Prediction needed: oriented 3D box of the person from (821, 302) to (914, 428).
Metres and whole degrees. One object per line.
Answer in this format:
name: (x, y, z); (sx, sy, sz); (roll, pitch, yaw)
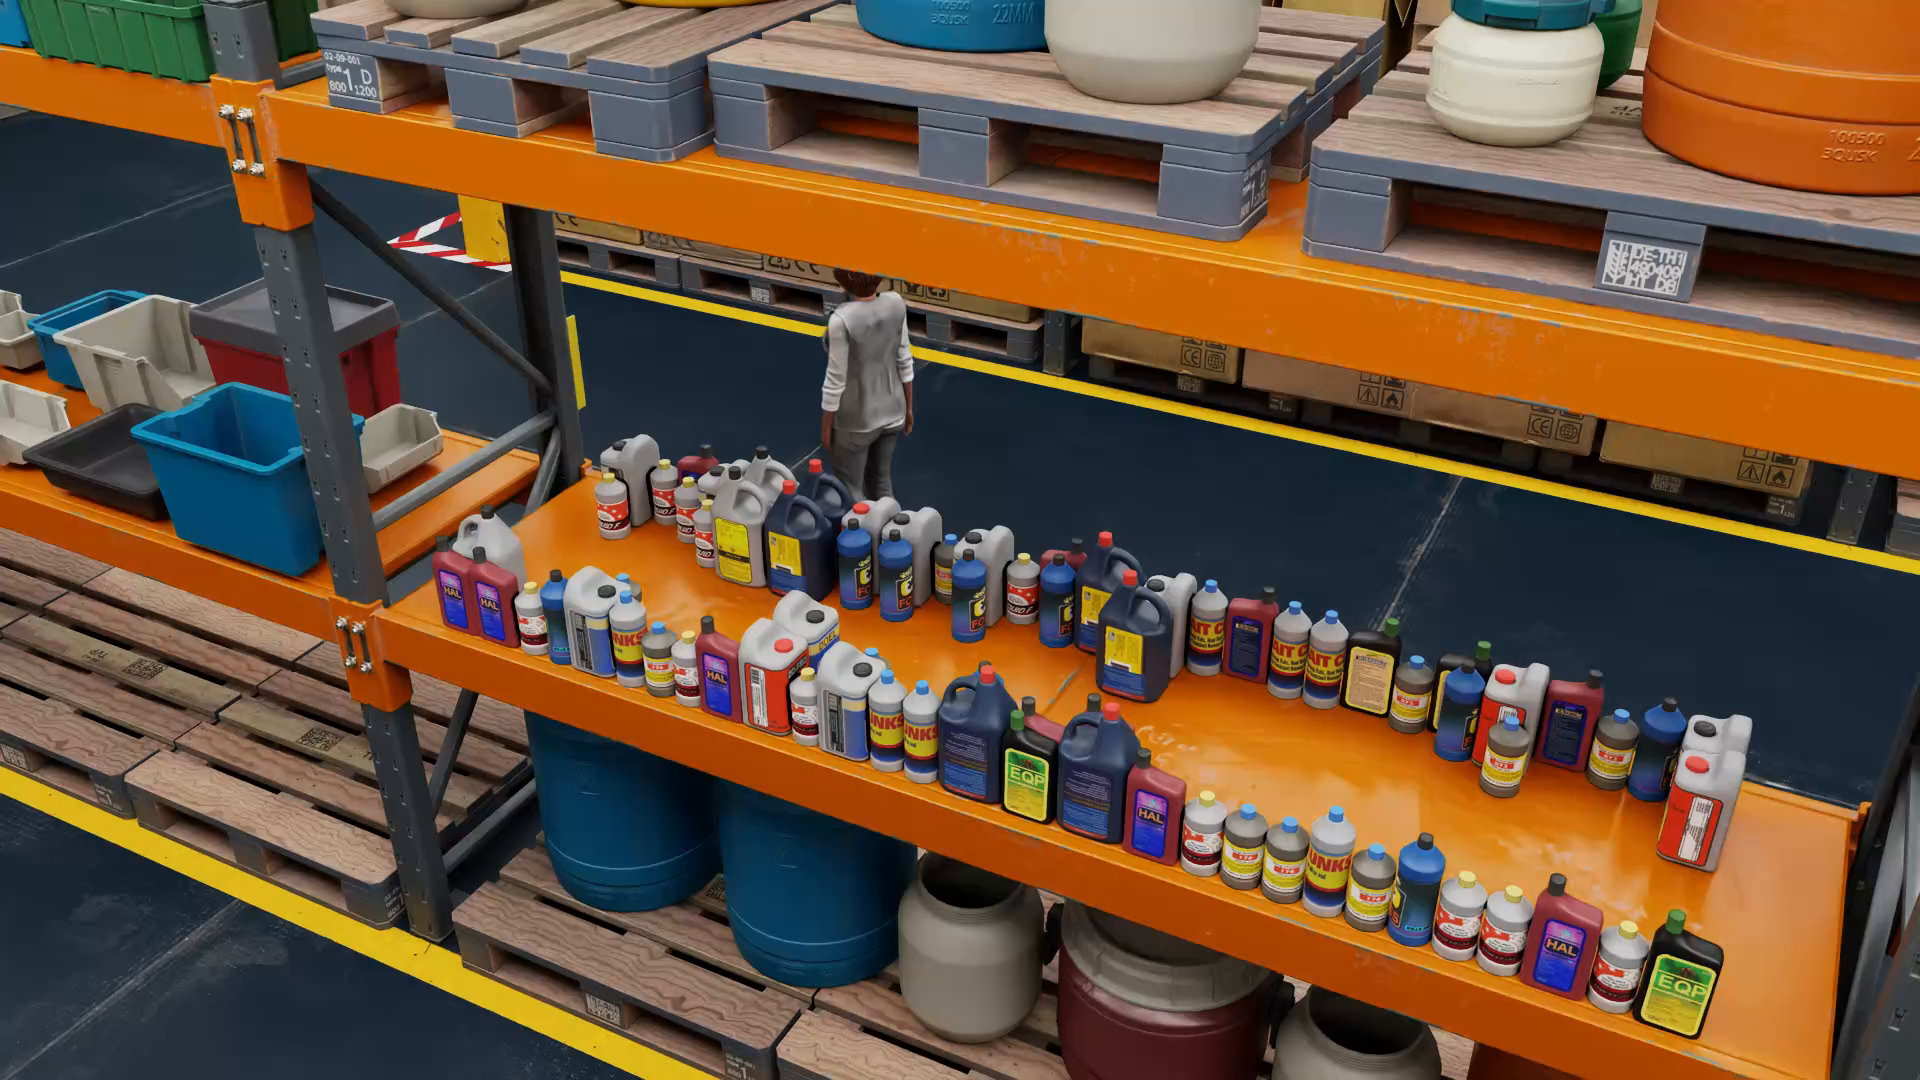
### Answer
person: (-0.395, -0.743, 6.847); (0.427, 0.547, 0.266); (-23, 37, -33)
